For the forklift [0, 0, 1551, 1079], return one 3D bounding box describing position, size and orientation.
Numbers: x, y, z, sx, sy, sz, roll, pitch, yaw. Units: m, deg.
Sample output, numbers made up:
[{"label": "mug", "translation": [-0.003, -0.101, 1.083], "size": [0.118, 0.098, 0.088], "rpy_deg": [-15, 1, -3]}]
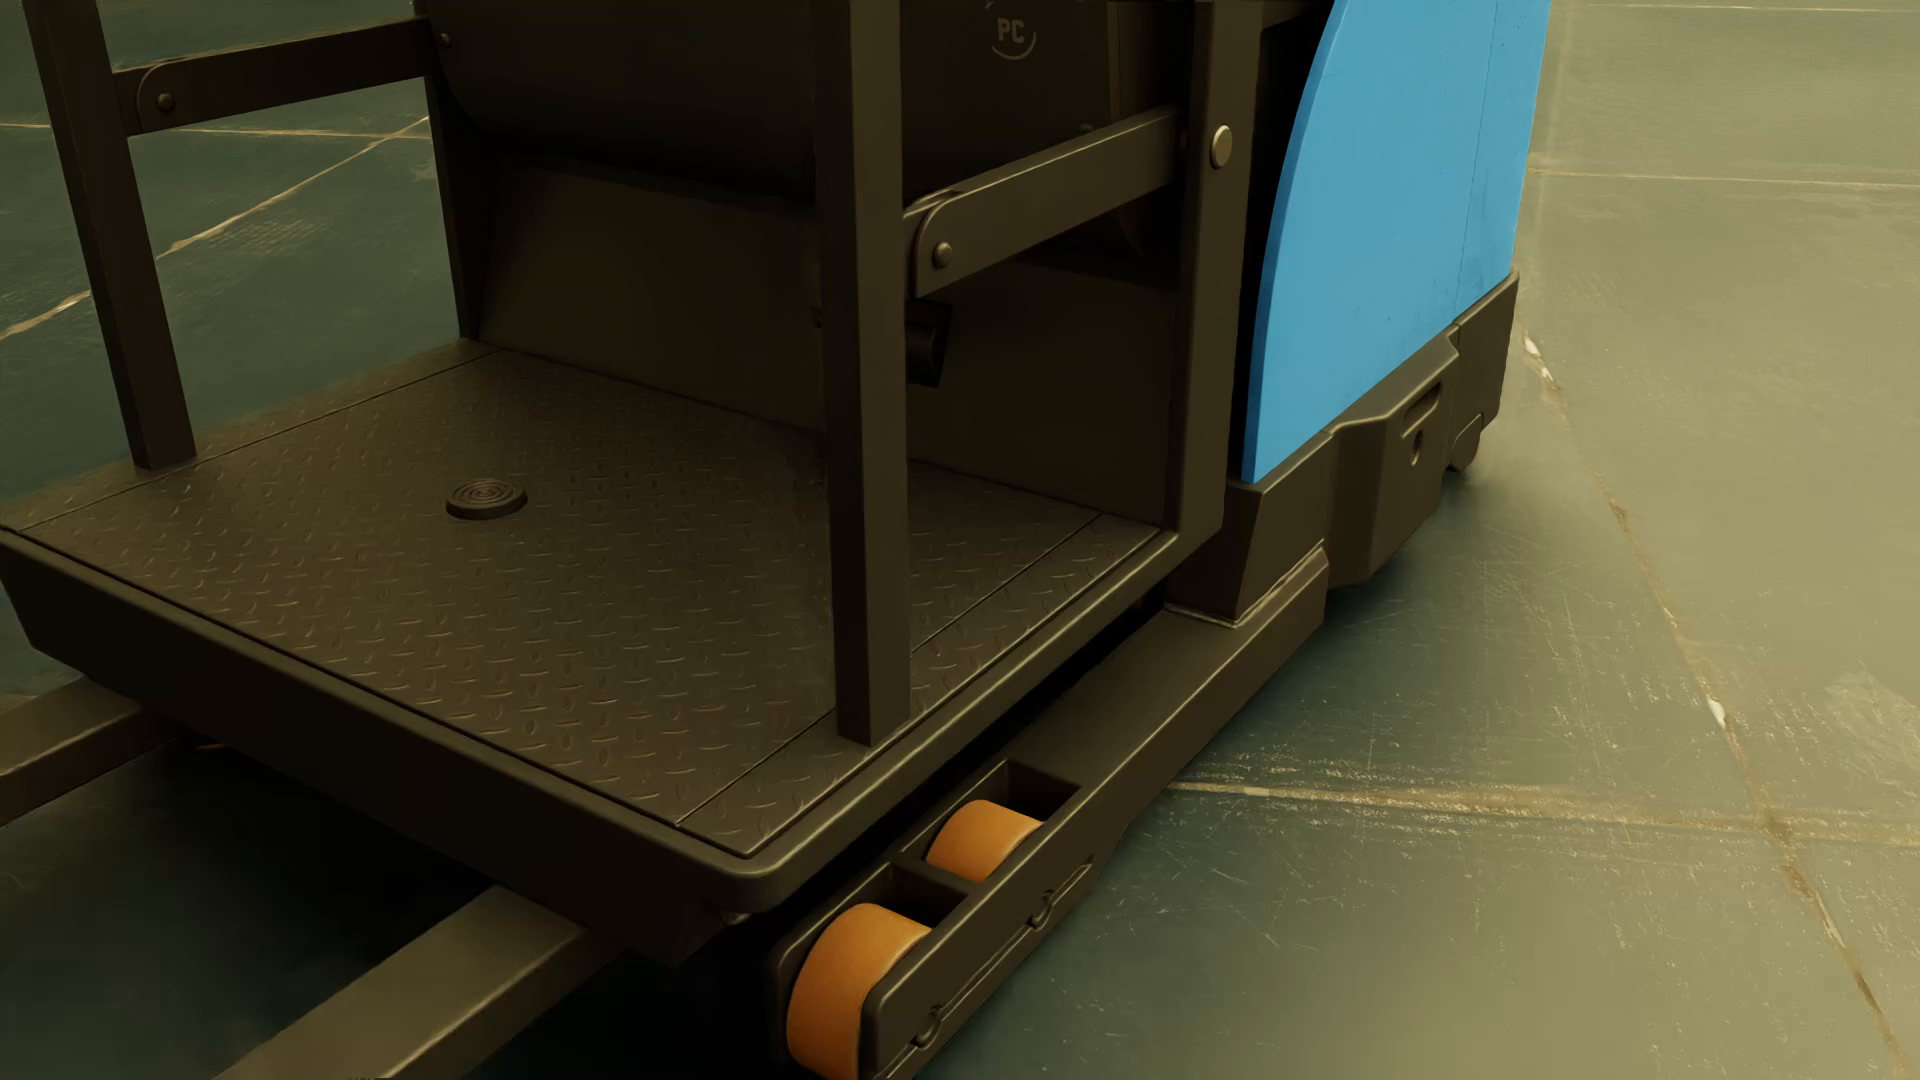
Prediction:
[{"label": "forklift", "translation": [-0.336, -1.054, 1.330], "size": [1.130, 2.935, 3.031], "rpy_deg": [17, 31, 30]}]
